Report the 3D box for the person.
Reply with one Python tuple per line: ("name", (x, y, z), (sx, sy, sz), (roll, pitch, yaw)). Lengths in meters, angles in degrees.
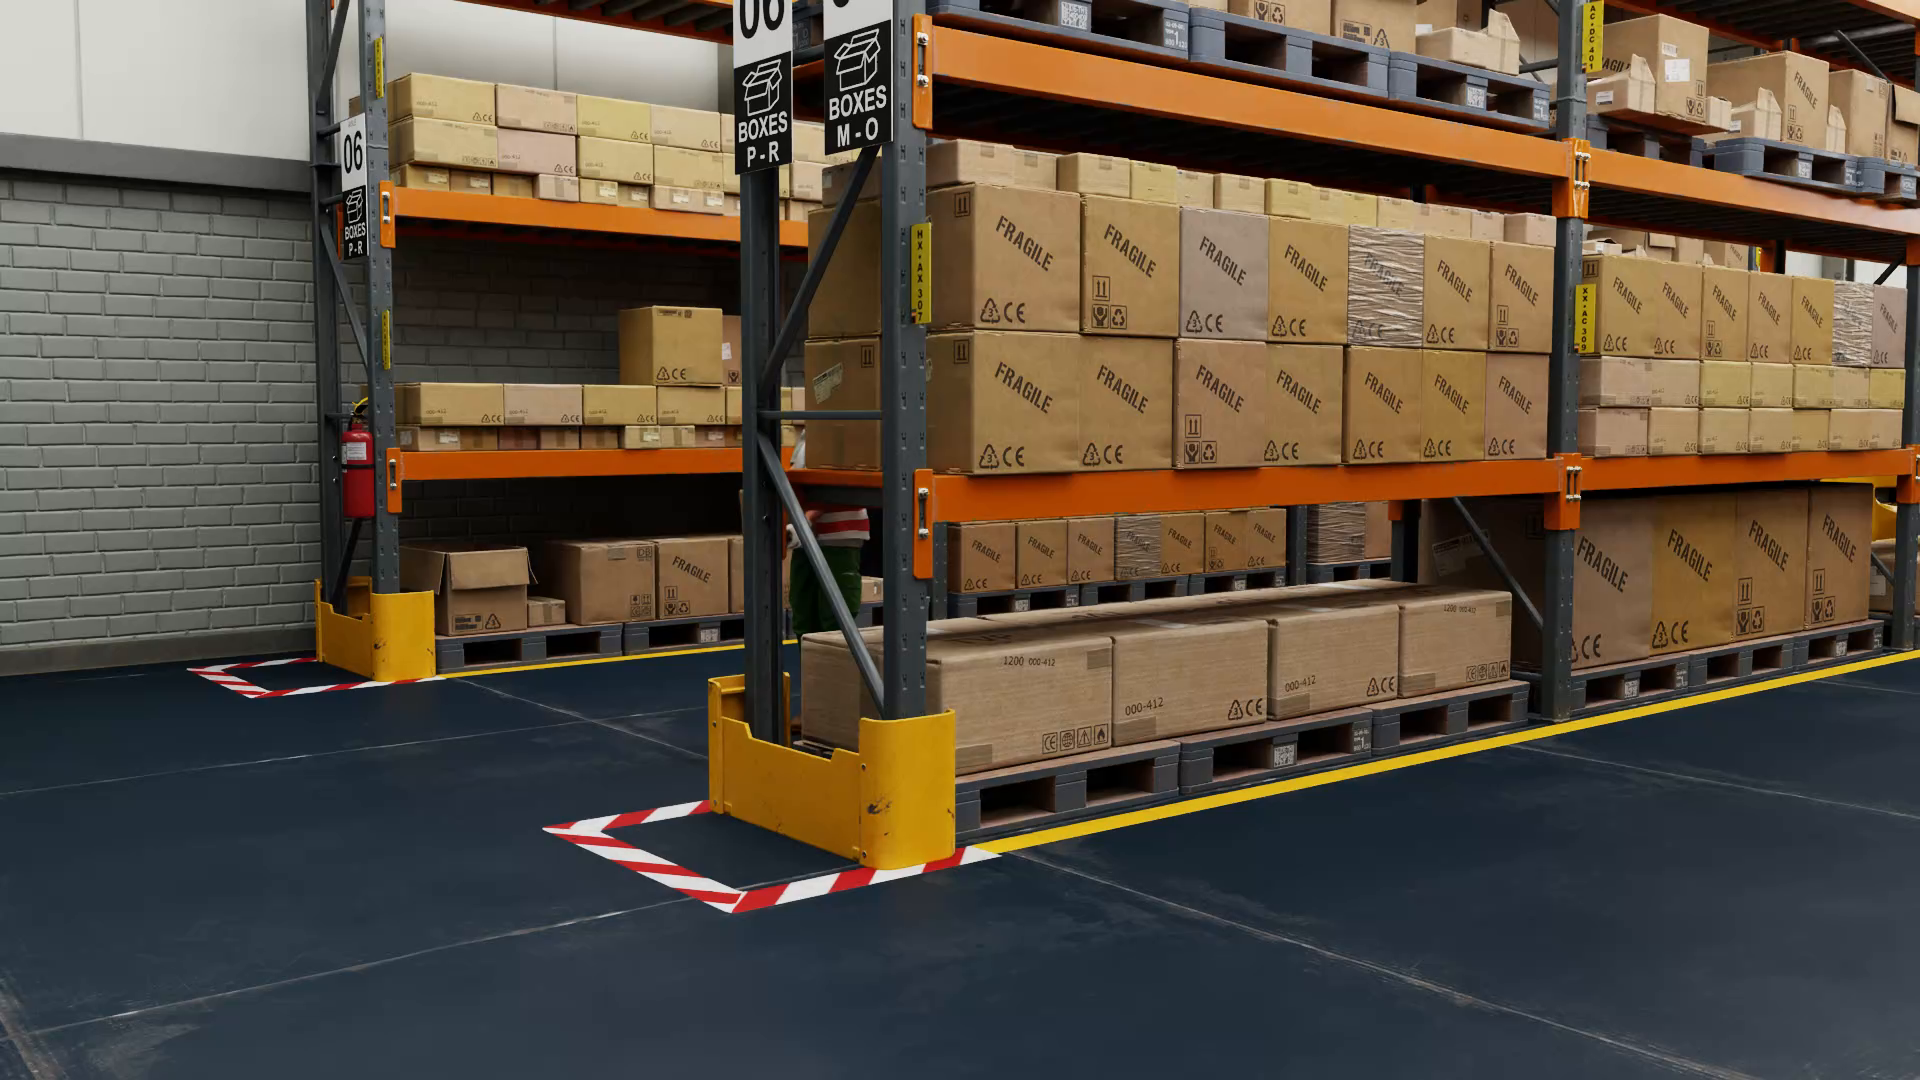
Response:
("person", (-0.693, 0.038, 7.784), (0.569, 1.782, 0.494), (-3, 5, -39))
